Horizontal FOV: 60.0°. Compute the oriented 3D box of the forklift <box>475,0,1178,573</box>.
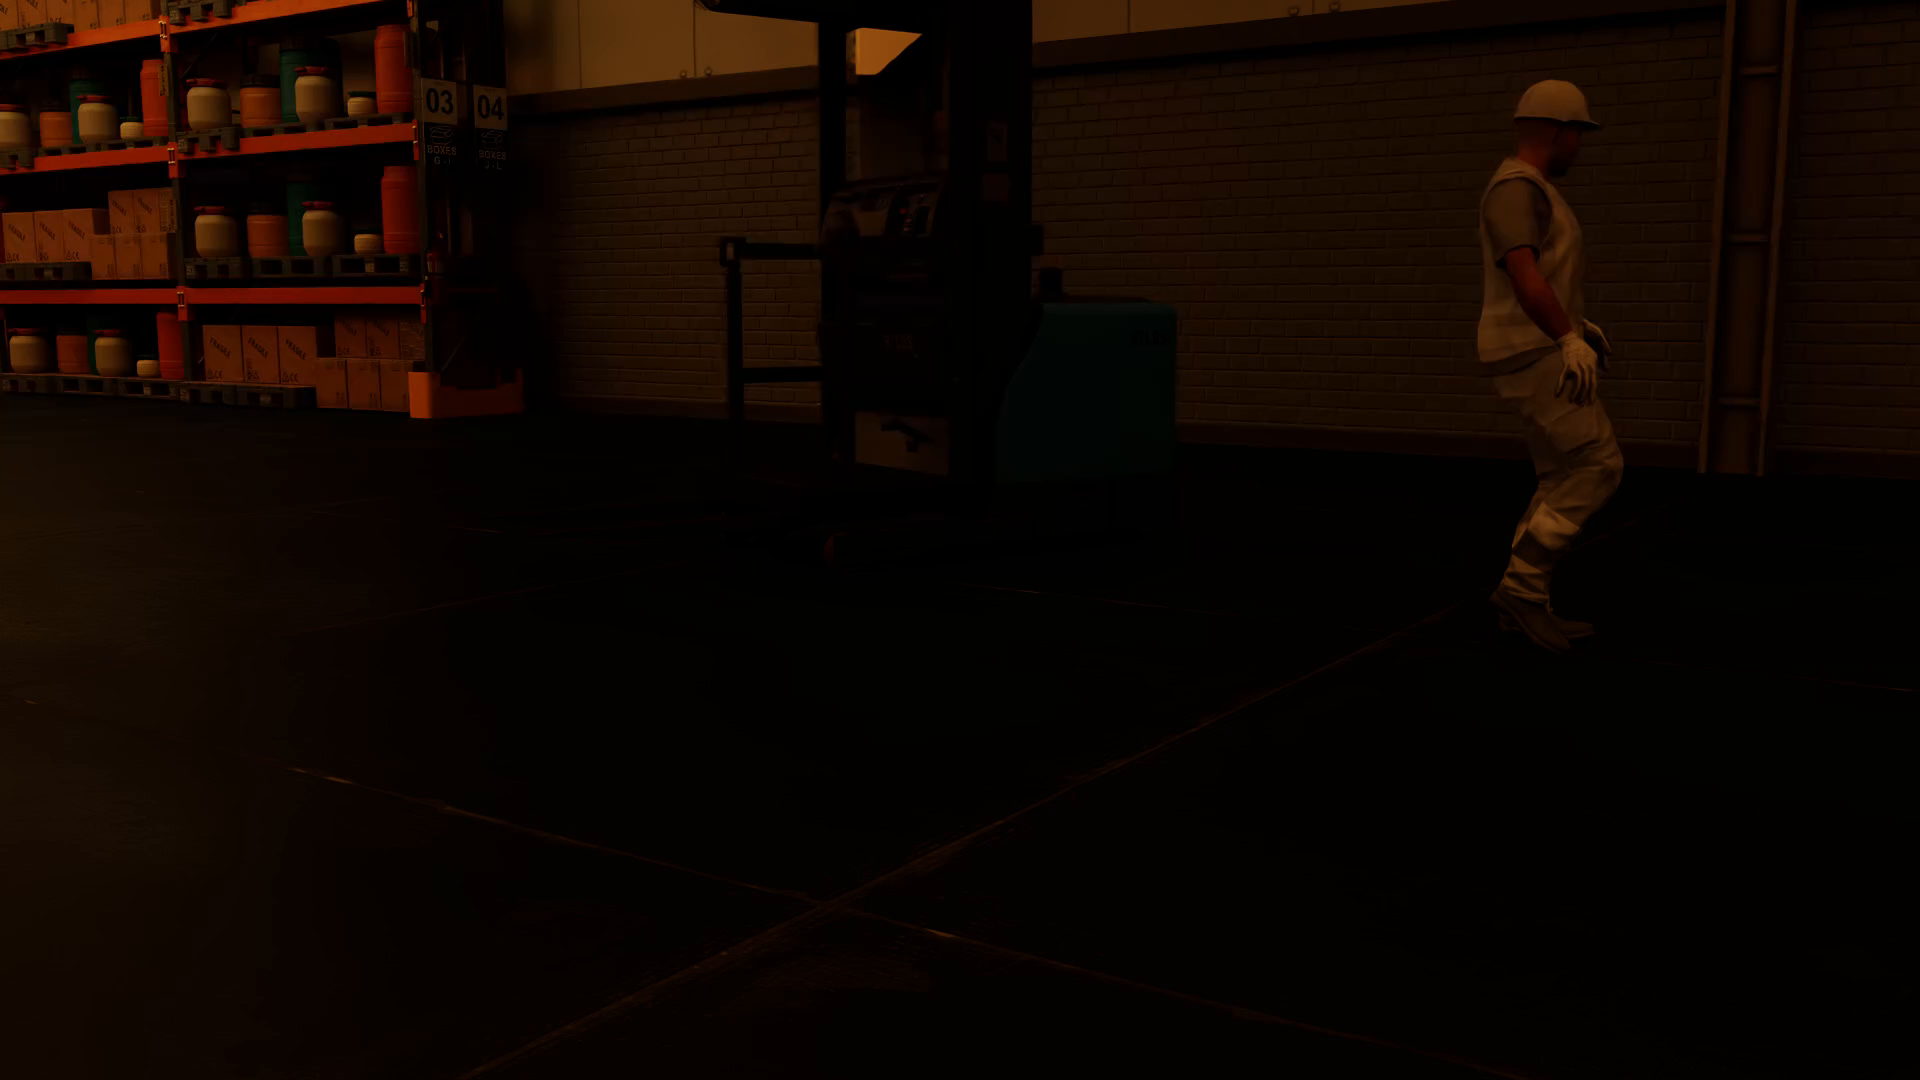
[{"bbox_3d":[-0.507,-1.403,7.061,3.031,2.935,1.130,-5,10,-33],"label":"forklift"}]

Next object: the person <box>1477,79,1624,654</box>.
[{"bbox_3d":[1.891,-0.548,5.279,0.483,1.773,0.844,4,9,28],"label":"person"}]
